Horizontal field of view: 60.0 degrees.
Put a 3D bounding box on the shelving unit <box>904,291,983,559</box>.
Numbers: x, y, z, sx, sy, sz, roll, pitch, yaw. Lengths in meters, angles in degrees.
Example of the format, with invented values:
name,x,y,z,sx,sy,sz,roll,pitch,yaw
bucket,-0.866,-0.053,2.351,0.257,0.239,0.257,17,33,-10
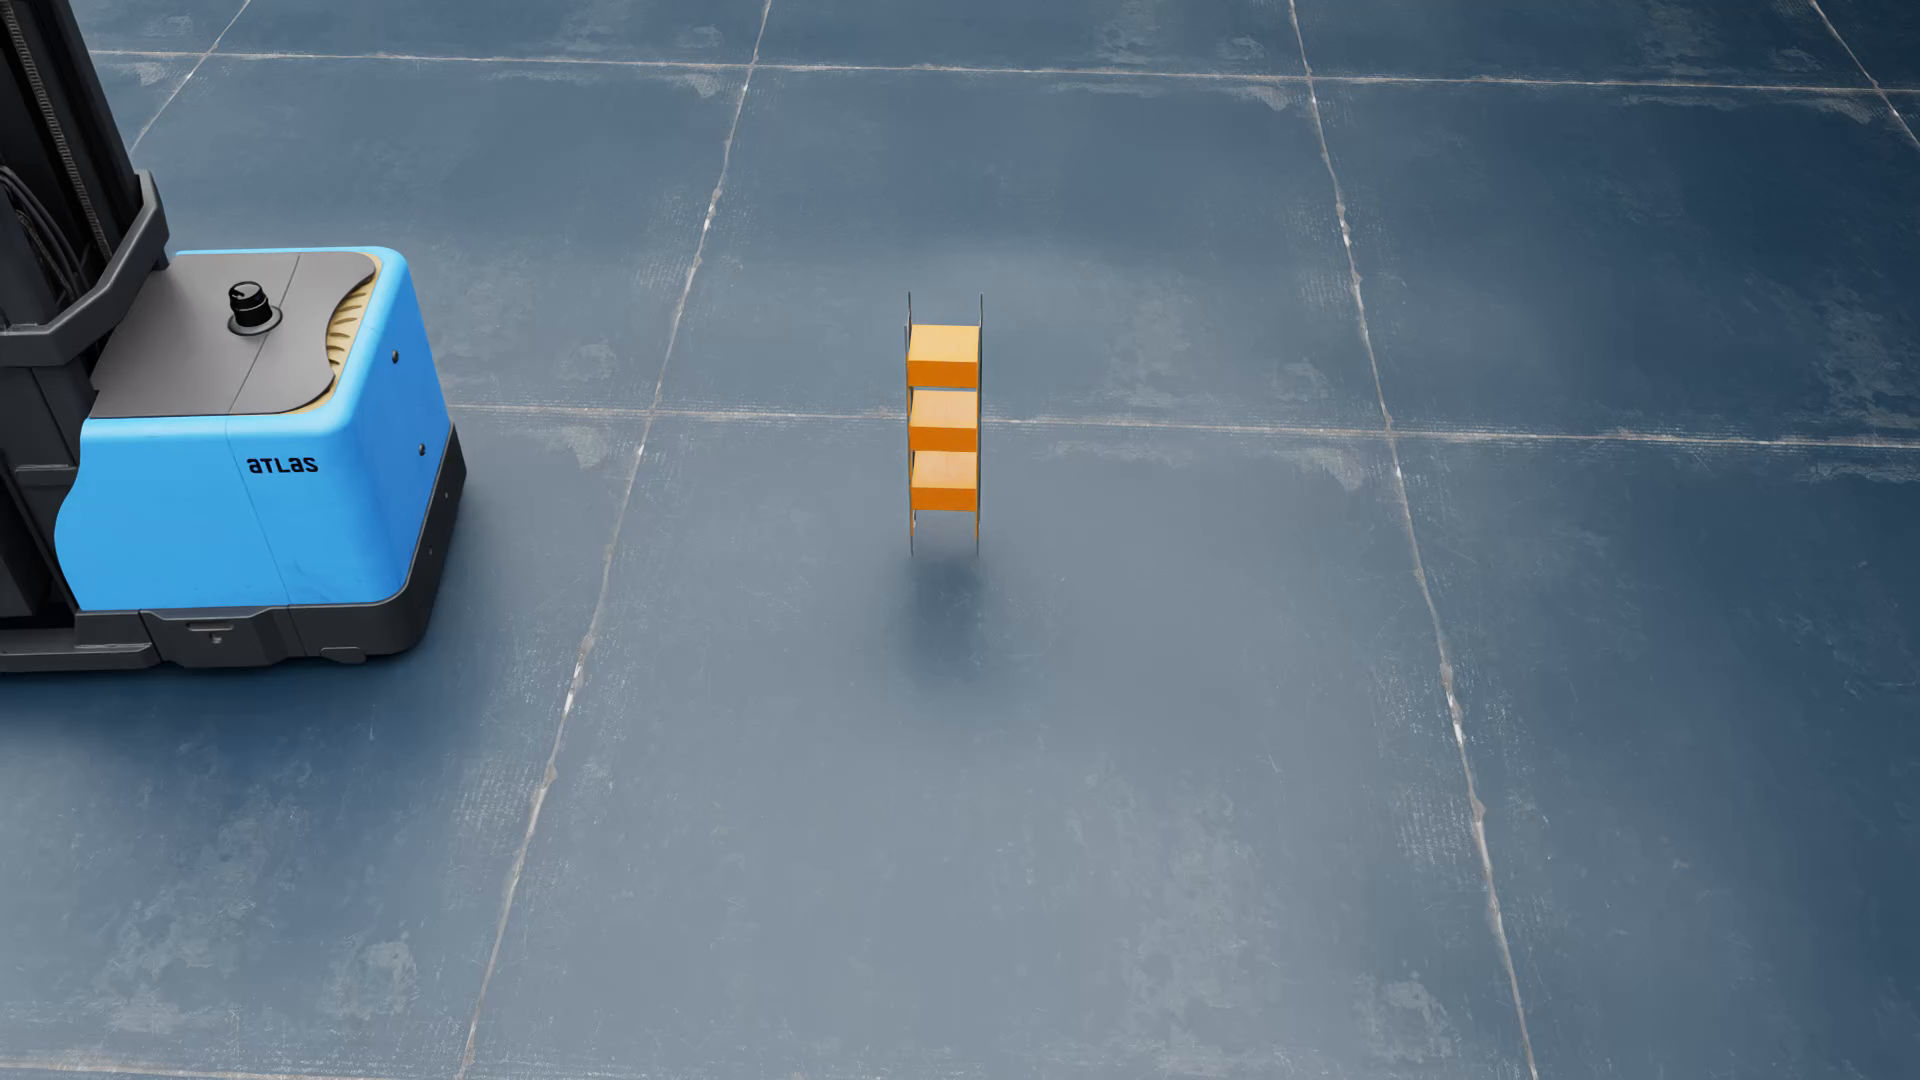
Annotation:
name,x,y,z,sx,sy,sz,roll,pitch,yaw
shelving unit,-0.053,-0.386,5.894,0.252,1.050,0.215,2,43,2

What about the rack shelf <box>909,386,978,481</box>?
name,x,y,z,sx,sy,sz,roll,pitch,yaw
rack shelf,-0.053,-0.378,5.901,0.240,0.259,0.215,2,43,2

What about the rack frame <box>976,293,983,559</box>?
name,x,y,z,sx,sy,sz,roll,pitch,yaw
rack frame,0.068,-0.382,5.890,0.008,1.050,0.200,2,43,2

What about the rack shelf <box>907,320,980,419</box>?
name,x,y,z,sx,sy,sz,roll,pitch,yaw
rack shelf,-0.053,-0.586,5.708,0.240,0.259,0.215,2,43,2

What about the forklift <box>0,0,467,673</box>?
name,x,y,z,sx,sy,sz,roll,pitch,yaw
forklift,-3.400,-0.945,5.114,3.031,2.935,1.130,-2,43,-2

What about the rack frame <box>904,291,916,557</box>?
name,x,y,z,sx,sy,sz,roll,pitch,yaw
rack frame,-0.175,-0.390,5.898,0.008,1.050,0.200,2,43,2

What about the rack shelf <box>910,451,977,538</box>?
name,x,y,z,sx,sy,sz,roll,pitch,yaw
rack shelf,-0.053,-0.175,6.091,0.240,0.259,0.215,2,43,2
